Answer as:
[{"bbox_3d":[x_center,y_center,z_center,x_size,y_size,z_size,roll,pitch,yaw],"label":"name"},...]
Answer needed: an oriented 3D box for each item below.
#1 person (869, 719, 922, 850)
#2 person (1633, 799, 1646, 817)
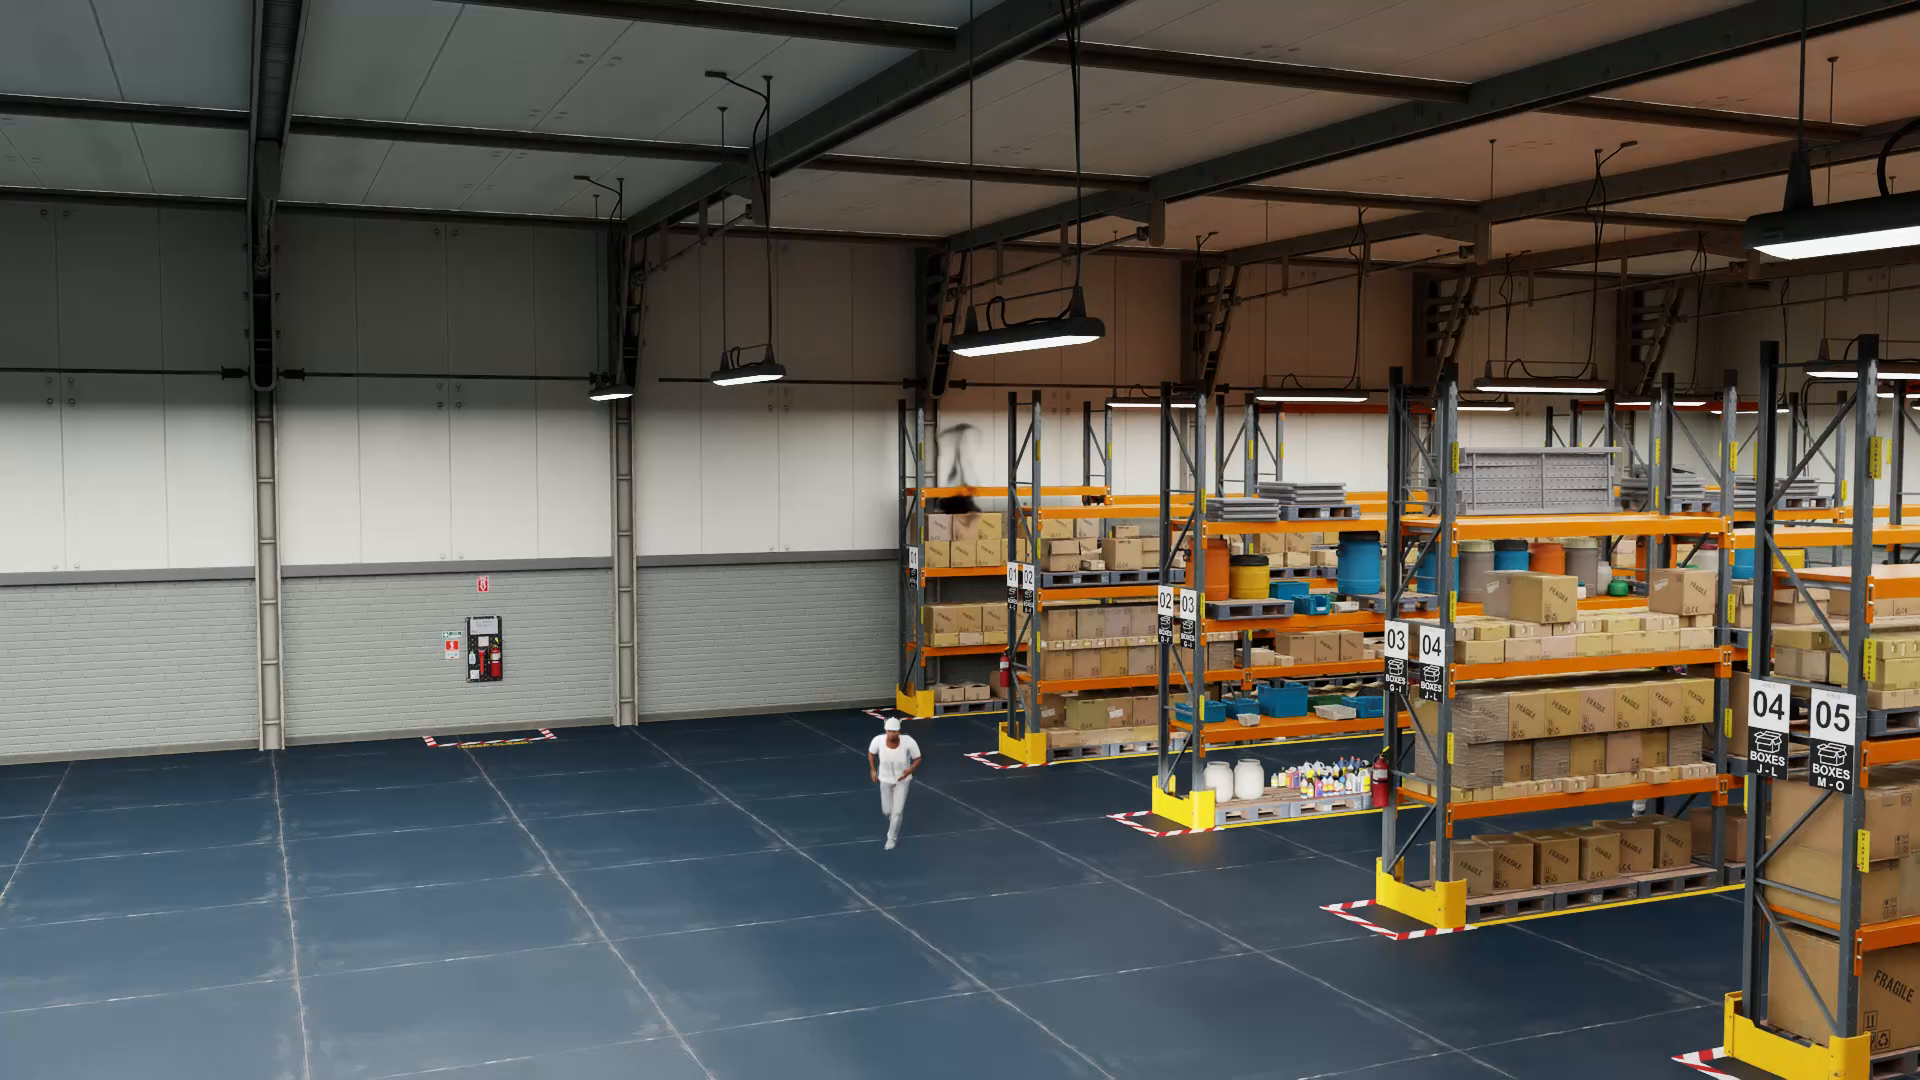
[{"bbox_3d":[-0.830,3.092,21.301,0.695,1.691,0.812,0,3,2],"label":"person"},{"bbox_3d":[9.209,3.019,22.358,0.844,1.717,0.655,-2,4,-28],"label":"person"}]
